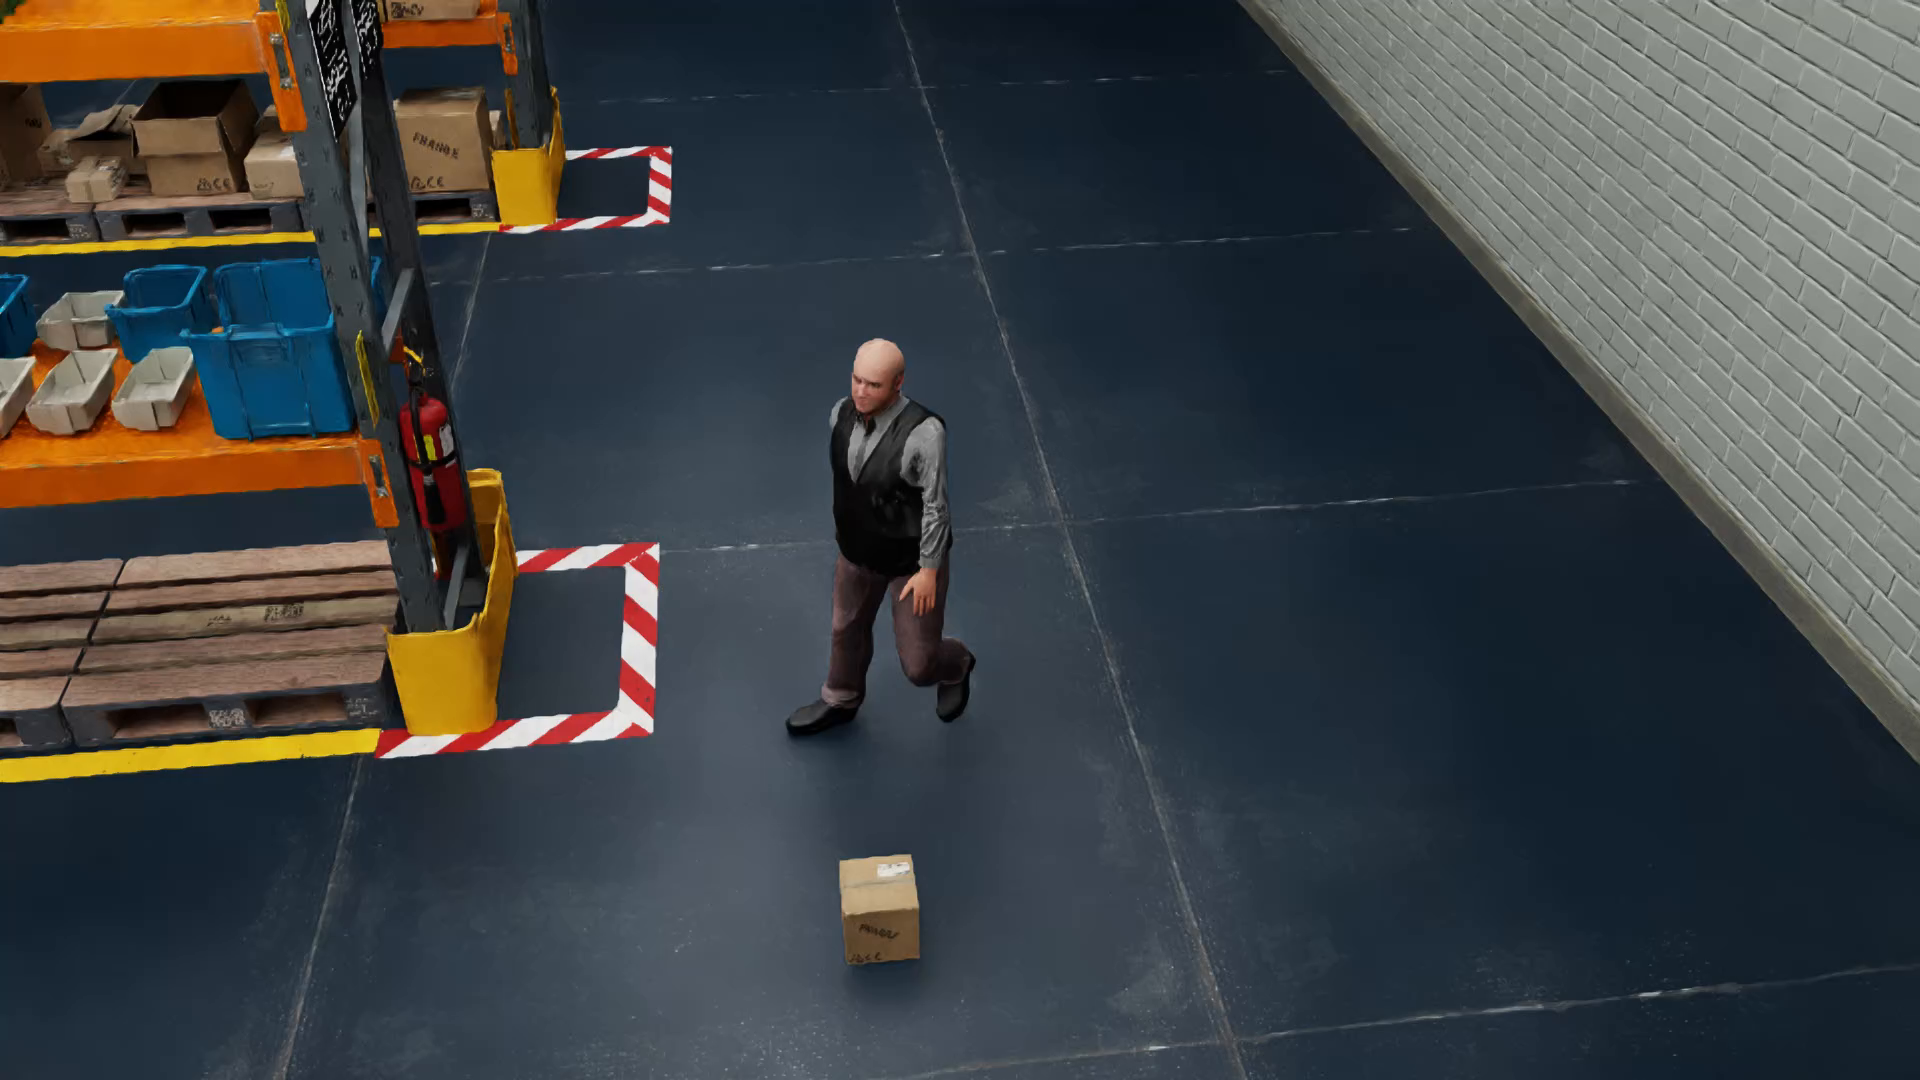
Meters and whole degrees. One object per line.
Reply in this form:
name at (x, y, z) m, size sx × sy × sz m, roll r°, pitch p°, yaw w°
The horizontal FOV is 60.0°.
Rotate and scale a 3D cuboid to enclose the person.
person at (-0.268, 0.017, 6.113) m, size 0.644 × 1.715 × 0.596 m, roll 23°, pitch 41°, yaw 30°
